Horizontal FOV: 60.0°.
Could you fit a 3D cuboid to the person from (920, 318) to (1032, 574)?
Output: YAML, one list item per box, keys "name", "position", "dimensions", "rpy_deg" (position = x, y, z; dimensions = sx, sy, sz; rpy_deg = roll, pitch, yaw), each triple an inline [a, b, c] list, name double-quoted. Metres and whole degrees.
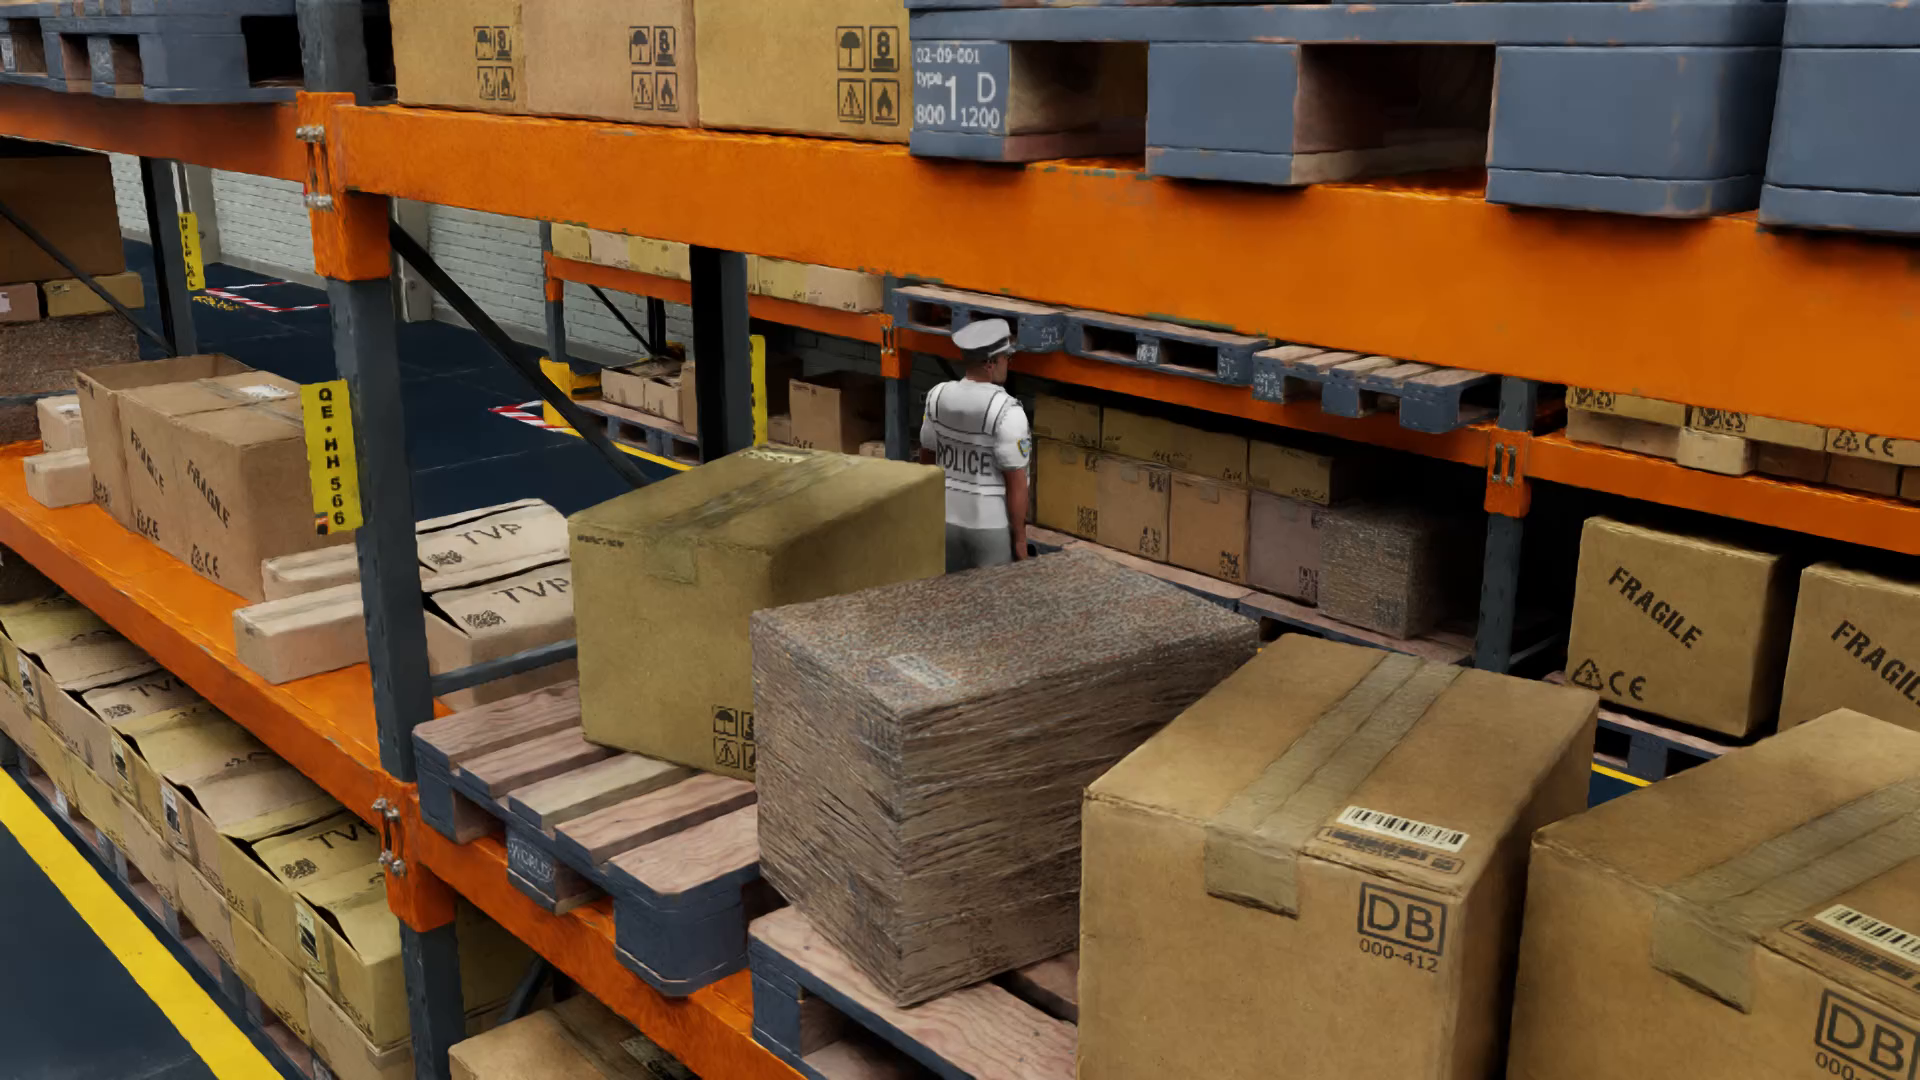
- name: "person"
  position: [0.052, -0.070, 7.188]
  dimensions: [0.558, 1.768, 0.511]
  rpy_deg: [13, 21, 35]
